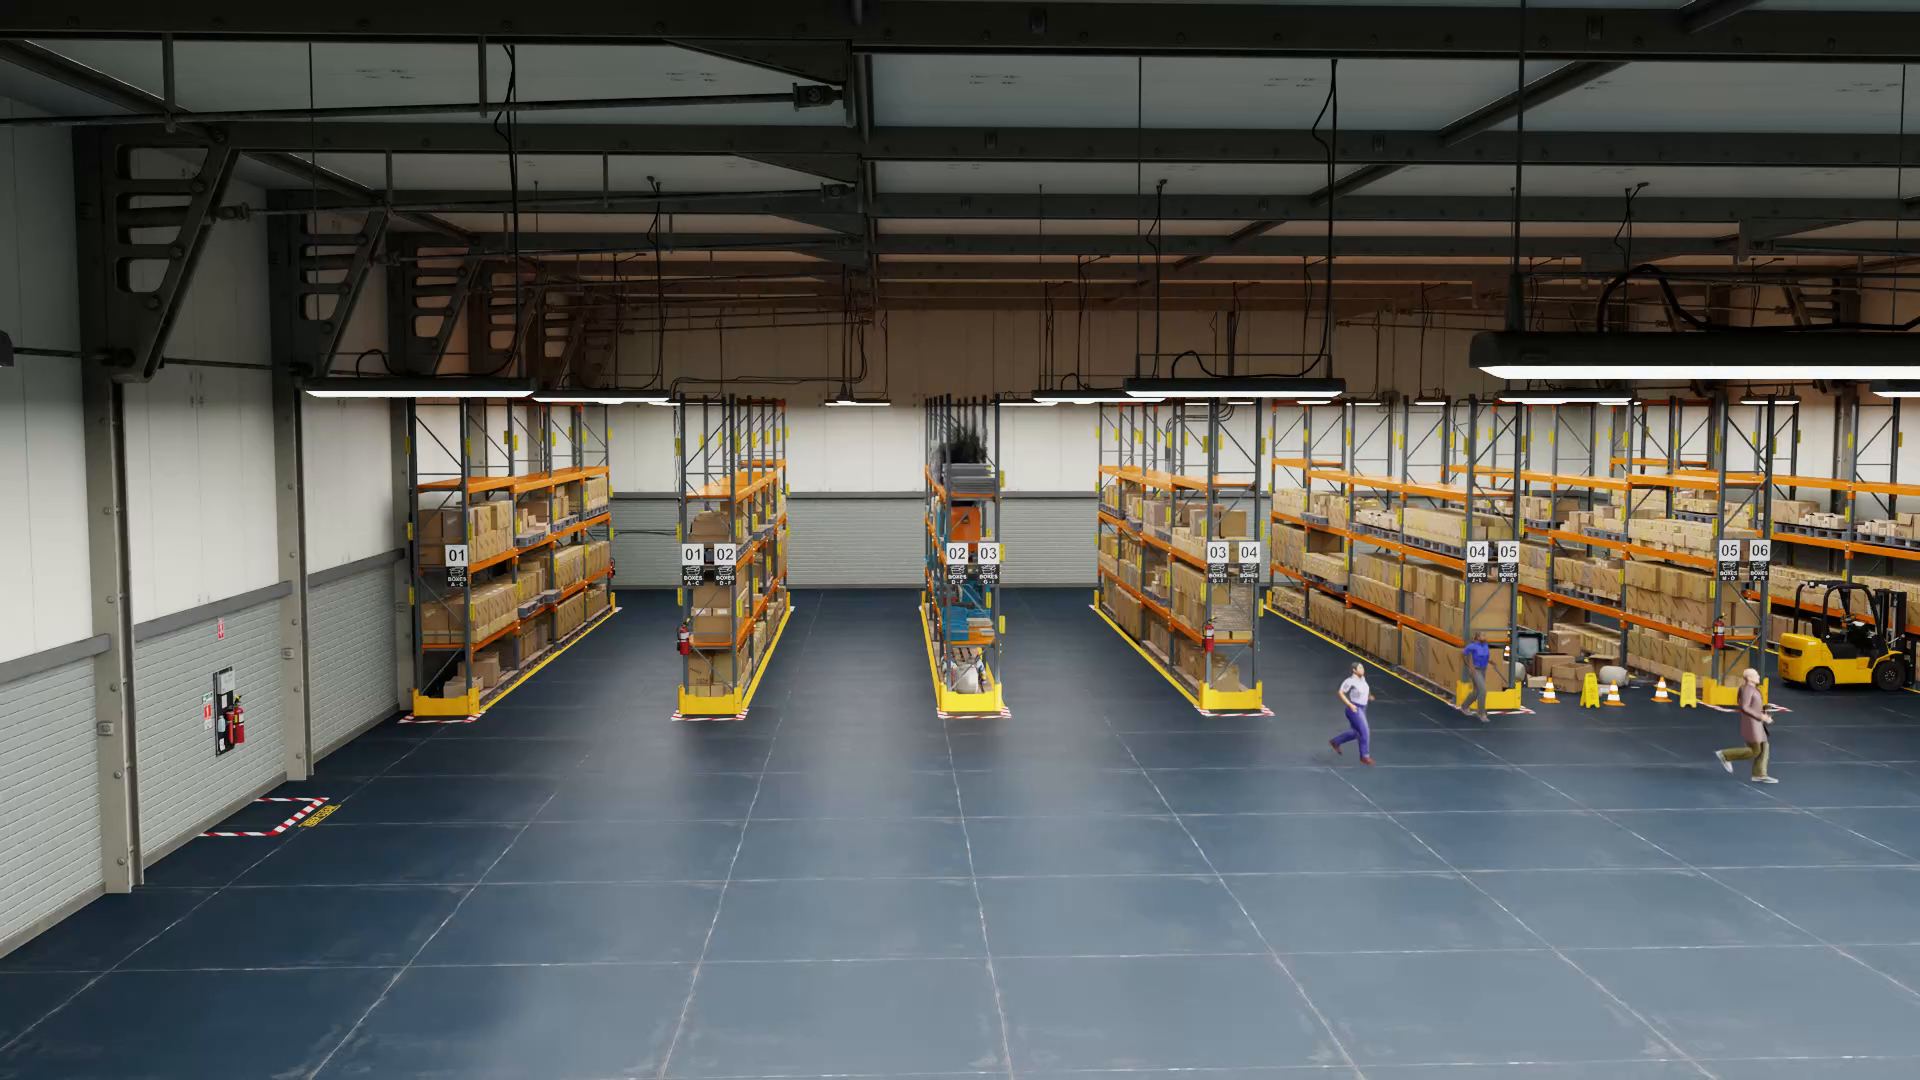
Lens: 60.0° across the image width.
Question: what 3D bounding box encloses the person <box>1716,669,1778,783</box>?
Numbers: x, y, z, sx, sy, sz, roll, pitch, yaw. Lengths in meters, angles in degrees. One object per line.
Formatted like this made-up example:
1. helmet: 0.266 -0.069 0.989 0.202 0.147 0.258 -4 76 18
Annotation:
1. person: 12.097 2.837 25.499 0.875 1.748 0.708 2 5 29

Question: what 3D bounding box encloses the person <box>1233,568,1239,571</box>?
1. person: 7.634 1.063 47.373 0.711 1.713 1.045 1 5 17

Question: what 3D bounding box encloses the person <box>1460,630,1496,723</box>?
1. person: 9.520 2.490 30.610 0.570 1.694 0.745 -3 6 -37

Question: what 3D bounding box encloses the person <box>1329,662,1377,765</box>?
1. person: 6.385 2.787 26.951 0.831 1.657 0.598 3 5 32
